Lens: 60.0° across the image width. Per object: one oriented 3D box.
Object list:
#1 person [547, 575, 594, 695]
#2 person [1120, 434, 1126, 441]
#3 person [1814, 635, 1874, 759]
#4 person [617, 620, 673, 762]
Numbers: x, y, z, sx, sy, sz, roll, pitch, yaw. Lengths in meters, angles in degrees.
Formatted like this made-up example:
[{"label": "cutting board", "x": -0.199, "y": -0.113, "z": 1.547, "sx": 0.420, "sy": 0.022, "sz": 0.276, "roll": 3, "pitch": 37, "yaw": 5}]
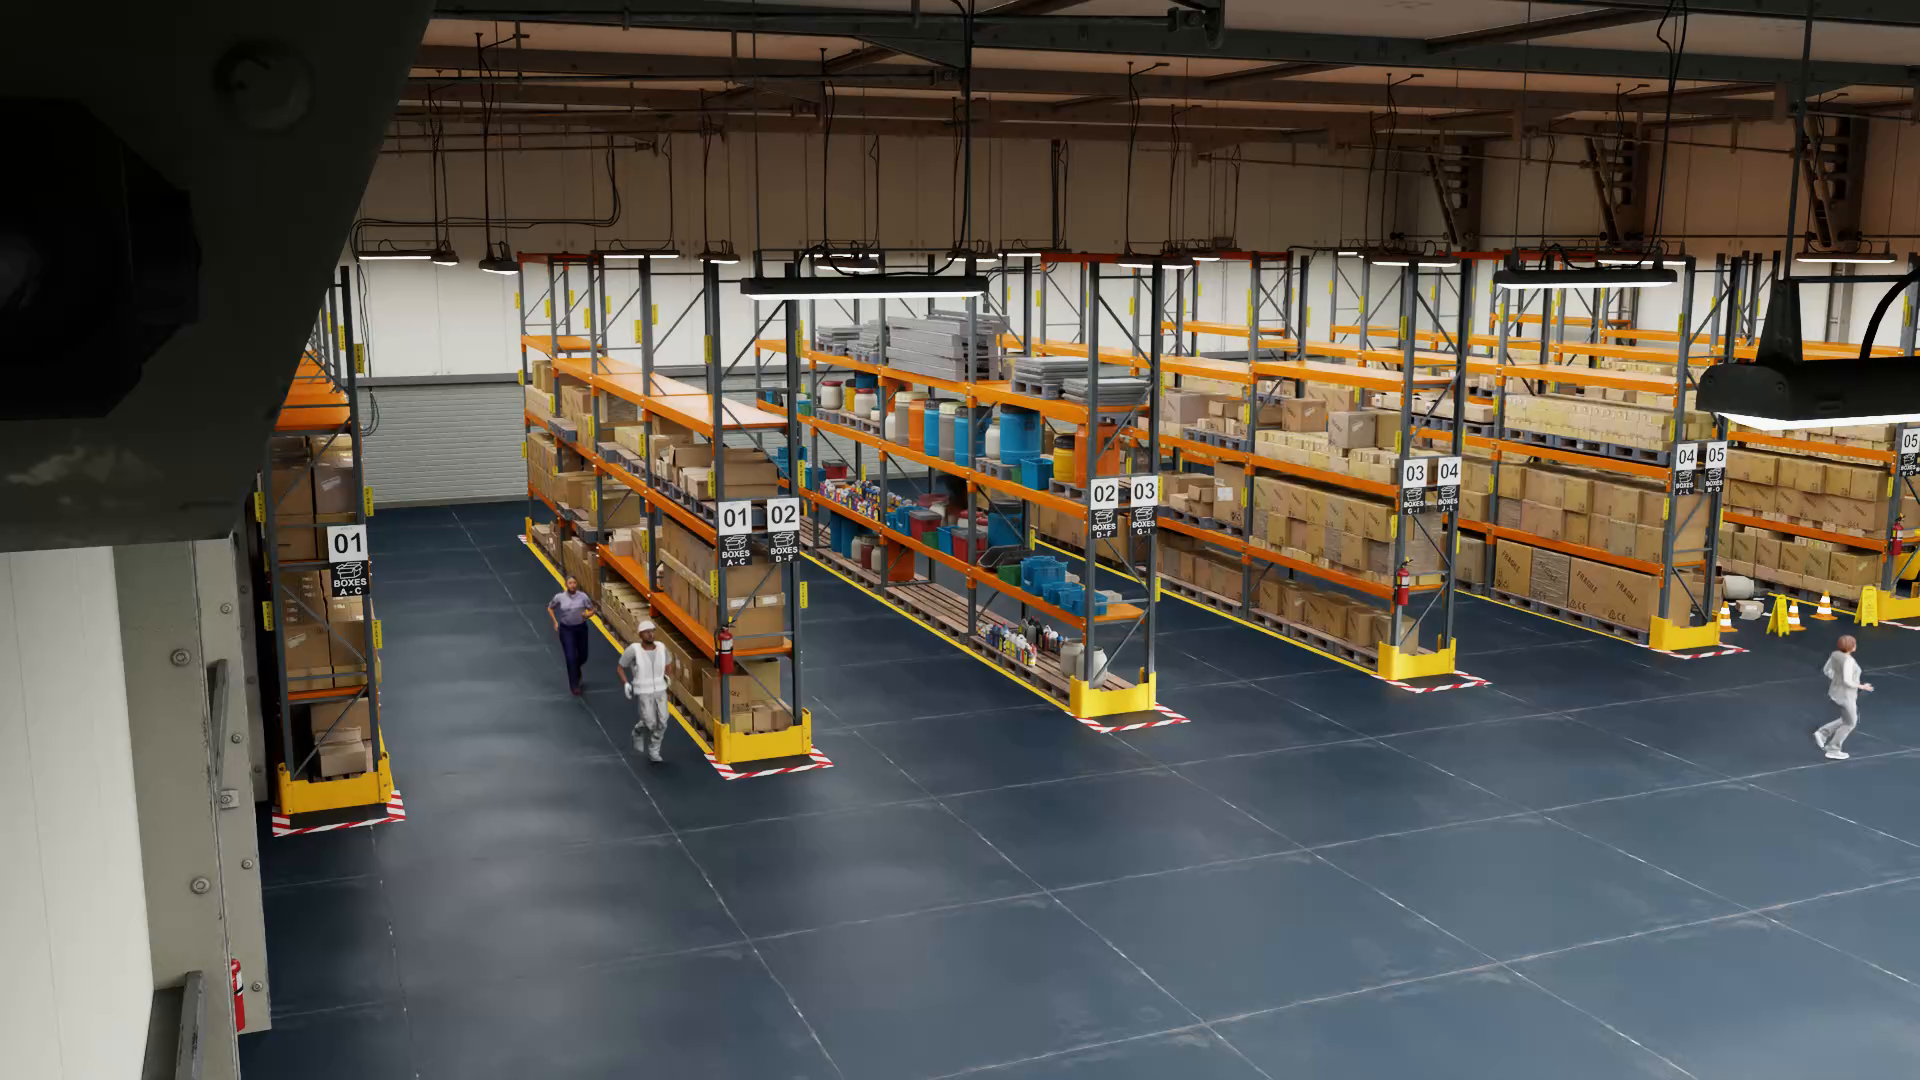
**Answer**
[{"label": "person", "x": -5.436, "y": 1.294, "z": 23.373, "sx": 0.614, "sy": 1.624, "sz": 0.899, "roll": -5, "pitch": 12, "yaw": -26}, {"label": "person", "x": 3.686, "y": -1.648, "z": 39.288, "sx": 0.739, "sy": 1.703, "sz": 0.551, "roll": 1, "pitch": 10, "yaw": 7}, {"label": "person", "x": 10.784, "y": 1.911, "z": 20.270, "sx": 0.552, "sy": 1.553, "sz": 0.530, "roll": 1, "pitch": 10, "yaw": 6}, {"label": "person", "x": -3.752, "y": 1.838, "z": 20.160, "sx": 0.675, "sy": 1.722, "sz": 0.560, "roll": -7, "pitch": 12, "yaw": -33}]
